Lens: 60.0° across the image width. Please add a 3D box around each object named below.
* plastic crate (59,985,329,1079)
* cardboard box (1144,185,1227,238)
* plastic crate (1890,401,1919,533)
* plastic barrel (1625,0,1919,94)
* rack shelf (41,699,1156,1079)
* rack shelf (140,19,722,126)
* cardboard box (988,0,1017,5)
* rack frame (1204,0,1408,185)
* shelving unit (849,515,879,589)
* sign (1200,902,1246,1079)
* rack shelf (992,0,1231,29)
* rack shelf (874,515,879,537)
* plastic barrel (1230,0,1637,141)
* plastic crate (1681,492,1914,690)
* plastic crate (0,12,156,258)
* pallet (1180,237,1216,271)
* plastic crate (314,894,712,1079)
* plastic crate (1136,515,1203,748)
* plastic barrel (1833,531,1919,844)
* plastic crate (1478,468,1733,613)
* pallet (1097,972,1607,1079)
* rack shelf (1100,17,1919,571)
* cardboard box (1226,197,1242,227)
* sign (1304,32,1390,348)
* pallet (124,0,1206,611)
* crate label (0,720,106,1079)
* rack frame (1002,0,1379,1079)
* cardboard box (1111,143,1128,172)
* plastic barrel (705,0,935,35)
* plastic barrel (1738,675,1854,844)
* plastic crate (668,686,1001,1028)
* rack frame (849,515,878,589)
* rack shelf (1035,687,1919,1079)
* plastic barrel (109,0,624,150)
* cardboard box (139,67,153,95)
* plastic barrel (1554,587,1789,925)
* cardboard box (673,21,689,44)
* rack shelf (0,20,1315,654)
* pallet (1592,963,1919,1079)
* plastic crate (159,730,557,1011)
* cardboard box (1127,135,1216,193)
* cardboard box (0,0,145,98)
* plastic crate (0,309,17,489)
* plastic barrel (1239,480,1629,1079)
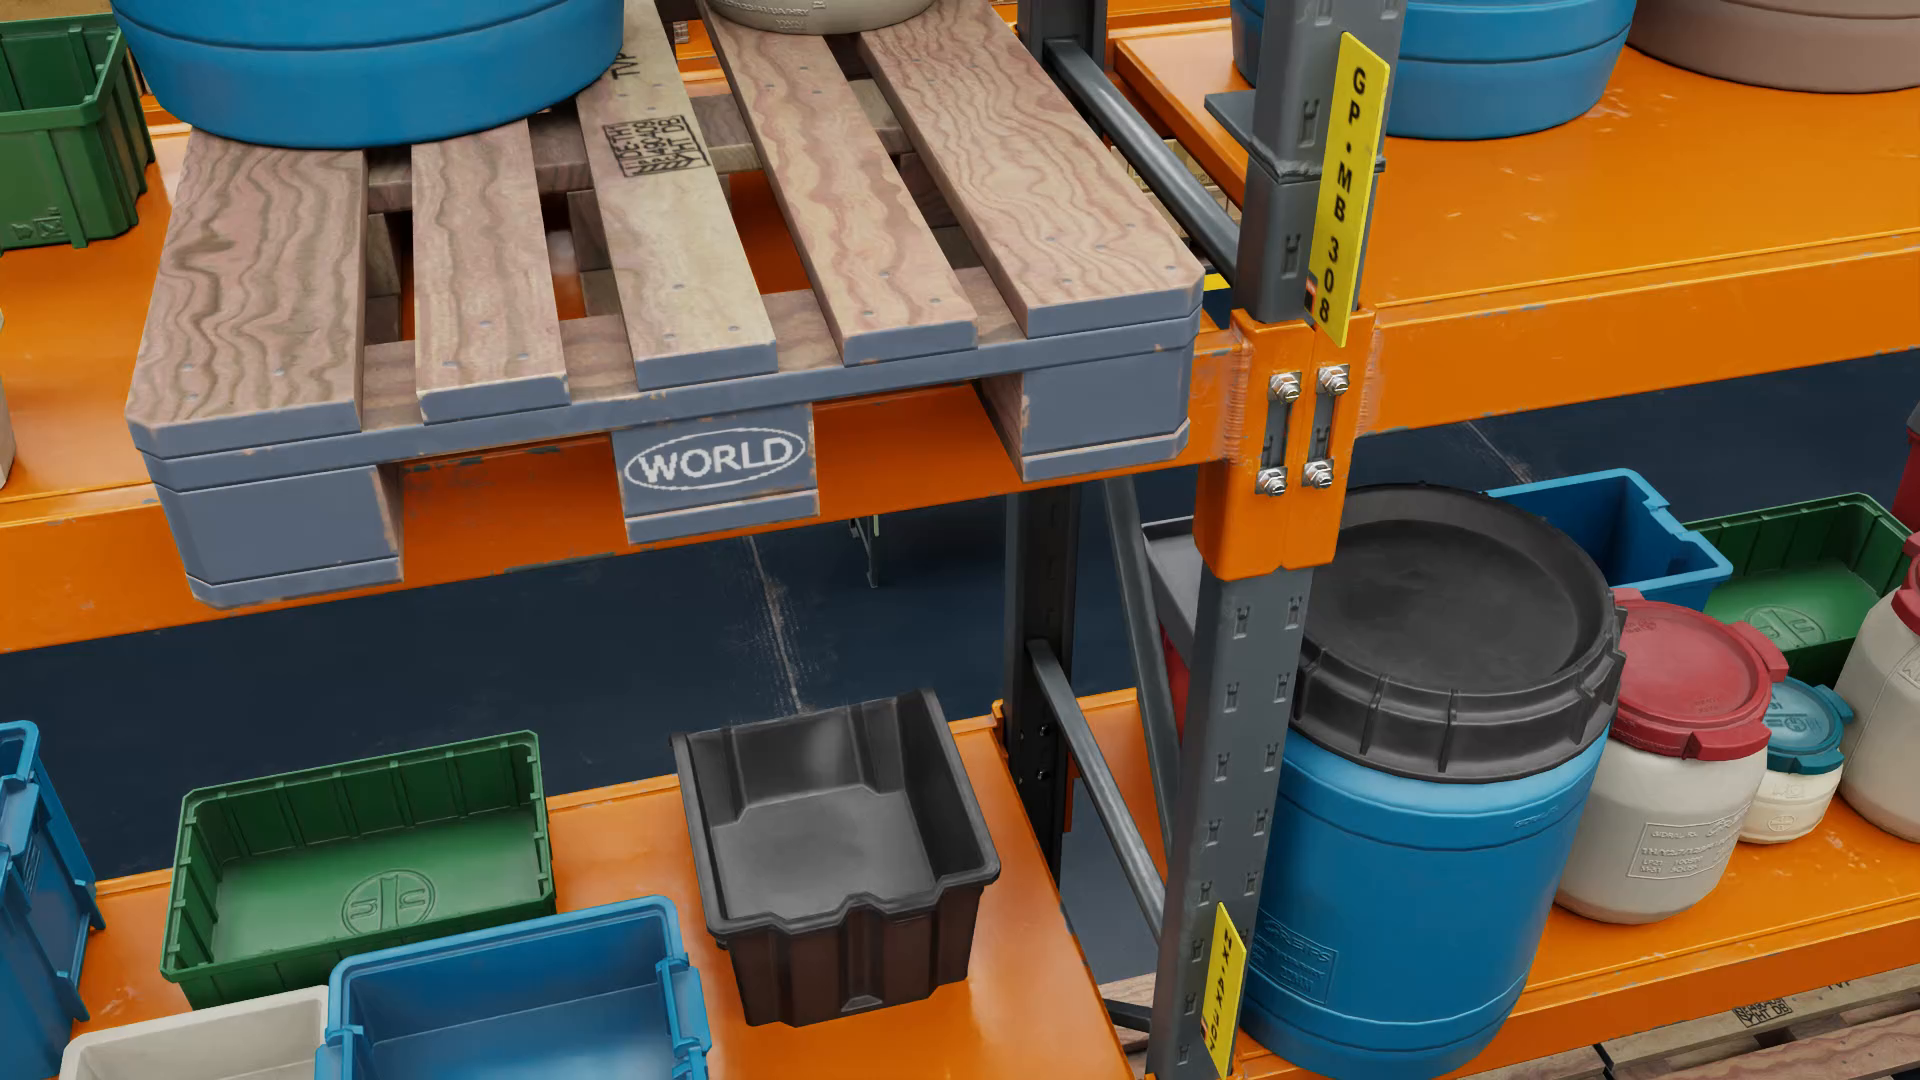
[{"bbox_3d":[-1.222,1.010,2.678,0.437,0.136,0.530,-9,38,-12],"label":"plastic crate"},{"bbox_3d":[0.931,-1.643,7.847,0.500,0.250,0.500,-9,38,-11],"label":"cardboard box"},{"bbox_3d":[2.502,-0.083,3.837,0.583,0.464,0.402,-9,38,-12],"label":"plastic crate"},{"bbox_3d":[1.346,-1.202,2.471,0.600,0.901,0.600,0,37,0],"label":"plastic barrel"},{"bbox_3d":[-1.651,1.102,2.932,4.000,0.370,1.077,-9,38,-12],"label":"rack shelf"},{"bbox_3d":[-2.939,-1.804,6.731,4.000,0.370,1.077,-9,38,-12],"label":"rack shelf"},{"bbox_3d":[0.246,-2.642,7.152,0.500,0.500,0.500,-7,38,-9],"label":"cardboard box"},{"bbox_3d":[0.280,-1.883,1.305,0.127,3.000,1.000,-9,38,-12],"label":"rack frame"},{"bbox_3d":[-0.006,-0.595,5.793,0.755,1.500,0.431,-9,38,-12],"label":"shelving unit"},{"bbox_3d":[0.413,0.714,2.620,0.005,0.325,0.100,-9,38,-12],"label":"sign"},{"bbox_3d":[0.923,-2.437,7.560,4.000,0.370,1.077,-9,38,-12],"label":"rack shelf"},{"bbox_3d":[-0.006,-0.336,5.991,0.720,0.370,0.431,-9,38,-12],"label":"rack shelf"},{"bbox_3d":[0.714,-1.099,2.336,0.708,0.901,0.600,-9,38,-12],"label":"plastic barrel"},{"bbox_3d":[1.888,0.142,3.769,0.662,0.188,0.450,-9,38,-12],"label":"plastic crate"},{"bbox_3d":[-1.314,-0.517,2.163,0.450,0.188,0.336,-9,38,-12],"label":"plastic crate"},{"bbox_3d":[0.873,-1.634,8.212,1.213,0.211,1.003,-9,38,-12],"label":"pallet"},{"bbox_3d":[-0.718,0.893,2.736,0.616,0.251,0.499,-9,38,-12],"label":"plastic crate"},{"bbox_3d":[0.668,0.218,3.443,0.583,0.464,0.402,-9,38,-12],"label":"plastic crate"},{"bbox_3d":[1.969,0.307,3.268,0.433,0.535,0.433,0,37,0],"label":"plastic barrel"},{"bbox_3d":[1.264,0.149,3.600,0.575,0.384,0.392,-9,38,-12],"label":"plastic crate"},{"bbox_3d":[1.028,1.460,4.168,1.213,0.211,1.003,-9,38,-12],"label":"pallet"},{"bbox_3d":[2.211,-0.723,2.849,4.000,0.370,1.077,-9,38,-12],"label":"rack shelf"},{"bbox_3d":[1.427,-1.727,7.956,0.500,0.250,0.500,-8,38,-11],"label":"cardboard box"},{"bbox_3d":[0.413,-0.371,1.790,0.005,0.325,0.100,-9,38,-12],"label":"sign"},{"bbox_3d":[-0.391,-0.445,2.050,1.003,0.211,1.213,-9,38,-12],"label":"pallet"},{"bbox_3d":[-1.875,0.669,2.877,0.616,0.435,0.502,-9,38,-12],"label":"crate label"},{"bbox_3d":[0.280,0.500,3.128,0.127,3.000,1.000,-9,38,-12],"label":"rack frame"},{"bbox_3d":[0.440,-1.782,7.567,0.500,0.311,0.500,-11,39,-13],"label":"cardboard box"},{"bbox_3d":[-0.187,-0.950,2.116,0.421,0.512,0.421,0,37,0],"label":"plastic barrel"},{"bbox_3d":[1.598,0.435,3.326,0.301,0.262,0.301,0,37,0],"label":"plastic barrel"},{"bbox_3d":[-0.259,0.533,3.136,0.504,0.338,0.767,-9,38,-12],"label":"plastic crate"},{"bbox_3d":[-0.360,-0.537,5.717,0.023,1.500,0.400,-9,38,-12],"label":"rack frame"},{"bbox_3d":[2.211,0.469,3.761,4.000,0.370,1.077,-9,38,-12],"label":"rack shelf"},{"bbox_3d":[-0.709,-0.963,1.813,0.708,0.901,0.600,-9,38,-12],"label":"plastic barrel"},{"bbox_3d":[-2.922,-2.126,6.478,0.500,0.500,0.700,-8,38,-11],"label":"cardboard box"},{"bbox_3d":[1.261,0.423,3.117,0.433,0.535,0.433,0,37,0],"label":"plastic barrel"},{"bbox_3d":[-1.435,-2.372,6.800,0.500,0.500,0.700,-10,39,-13],"label":"cardboard box"},{"bbox_3d":[-1.651,-0.089,2.021,4.000,0.370,1.077,-9,38,-12],"label":"rack shelf"},{"bbox_3d":[2.208,1.265,4.423,1.213,0.211,1.003,-9,38,-12],"label":"pallet"},{"bbox_3d":[-1.104,0.633,3.128,0.662,0.188,0.450,-9,38,-12],"label":"plastic crate"},{"bbox_3d":[0.940,-1.867,7.678,0.500,0.311,0.500,-8,38,-11],"label":"cardboard box"},{"bbox_3d":[-3.429,-2.040,6.366,0.500,0.500,0.700,-9,38,-12],"label":"cardboard box"},{"bbox_3d":[-1.164,-0.096,1.654,0.396,0.136,0.243,-9,38,-12],"label":"plastic crate"},{"bbox_3d":[0.732,0.417,2.823,0.708,0.901,0.600,-9,38,-12],"label":"plastic barrel"}]
